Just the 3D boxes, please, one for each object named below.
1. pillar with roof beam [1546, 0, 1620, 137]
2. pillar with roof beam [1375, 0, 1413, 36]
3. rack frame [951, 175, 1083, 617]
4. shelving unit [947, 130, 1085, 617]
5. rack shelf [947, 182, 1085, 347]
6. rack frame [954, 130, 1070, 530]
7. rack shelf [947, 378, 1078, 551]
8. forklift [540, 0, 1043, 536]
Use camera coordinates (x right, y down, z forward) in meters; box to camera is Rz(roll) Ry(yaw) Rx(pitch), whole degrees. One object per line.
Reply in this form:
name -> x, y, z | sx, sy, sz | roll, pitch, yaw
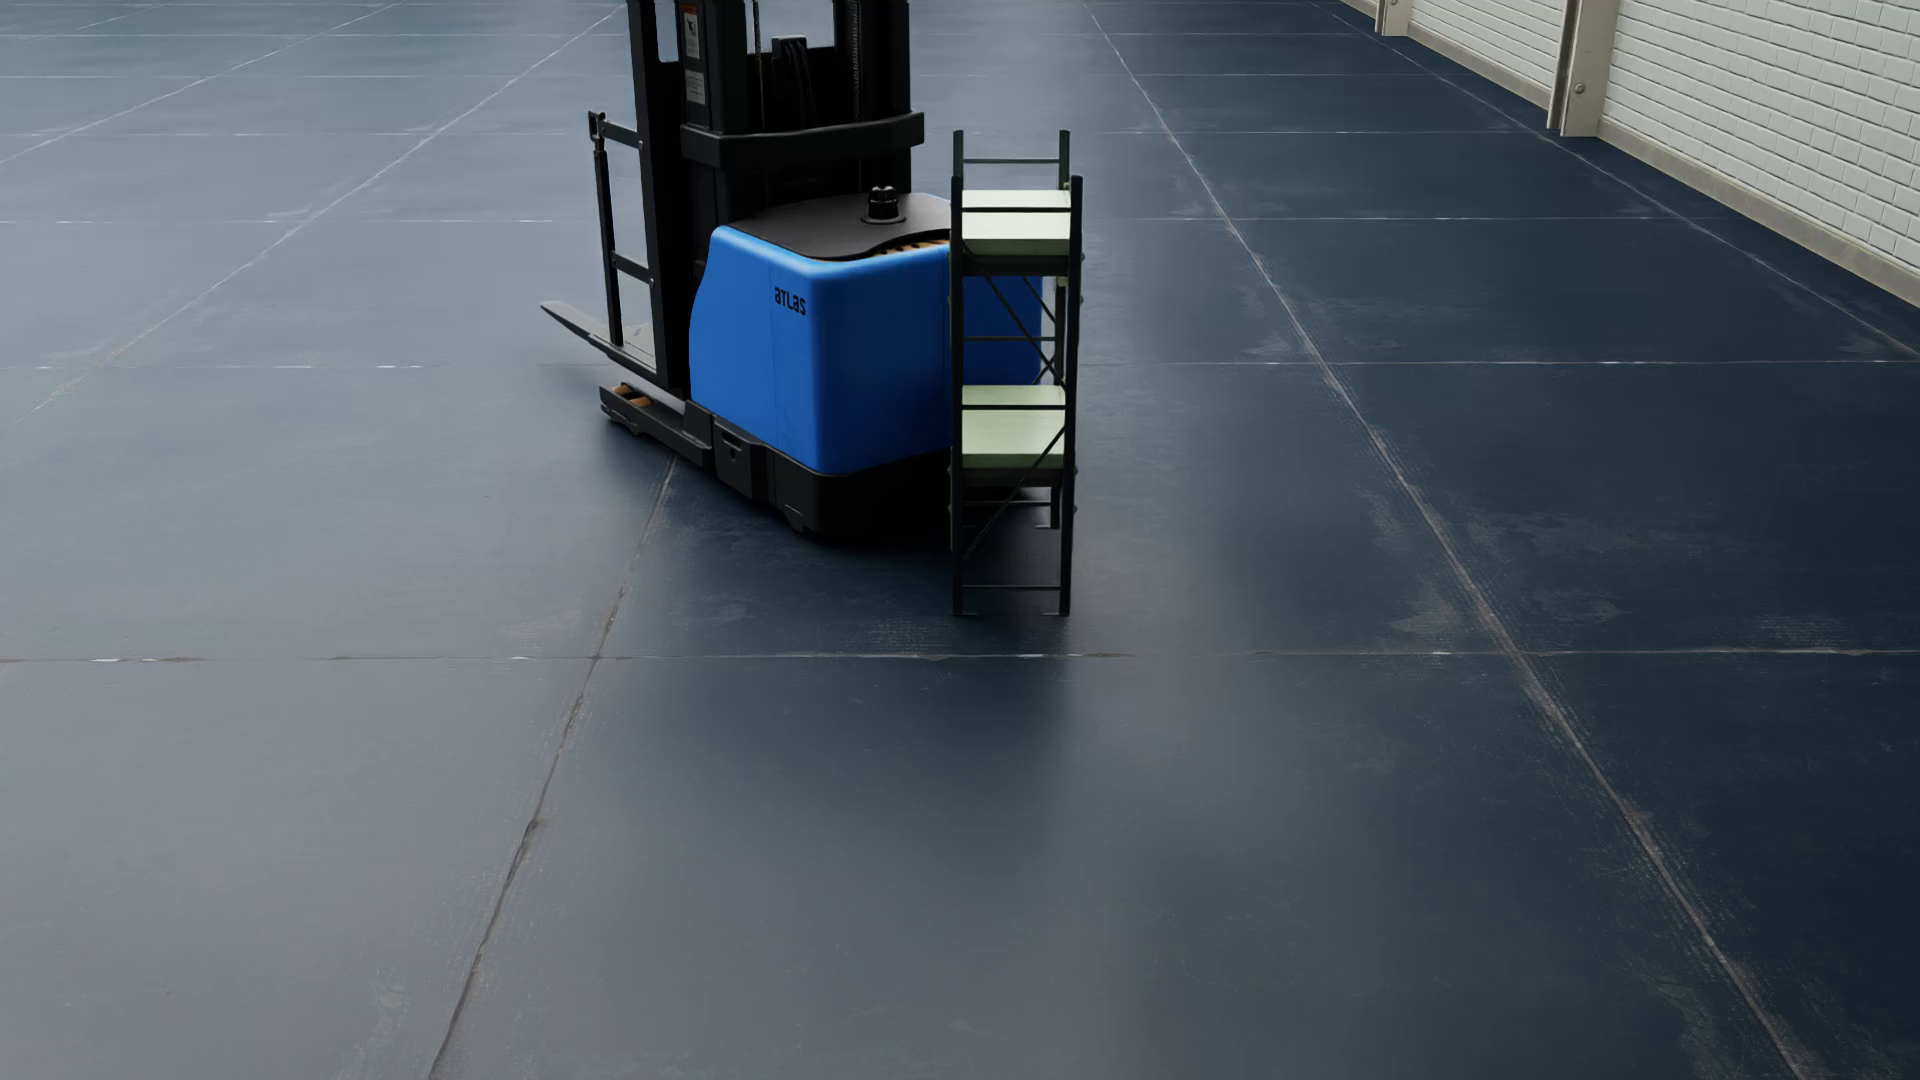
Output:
pillar with roof beam -> 0.733, -7.436, 11.771 | 9.100, 9.000, 0.400 | 0, 24, -1
pillar with roof beam -> 0.667, -9.908, 17.238 | 9.100, 9.000, 0.400 | 0, 24, -1
rack frame -> 0.173, -0.425, 5.371 | 0.400, 1.500, 0.023 | 0, 24, 0
shelving unit -> 0.176, -0.576, 5.704 | 0.431, 1.500, 0.755 | 0, 24, 0
rack shelf -> 0.176, -0.932, 5.543 | 0.431, 0.370, 0.720 | 0, 24, 0
rack frame -> 0.178, -0.727, 6.037 | 0.400, 1.500, 0.023 | 0, 24, 0
rack shelf -> 0.176, -0.279, 5.838 | 0.431, 0.370, 0.720 | 0, 24, 0
forklift -> -0.943, -1.896, 6.886 | 1.130, 2.935, 3.031 | -17, 29, -32
